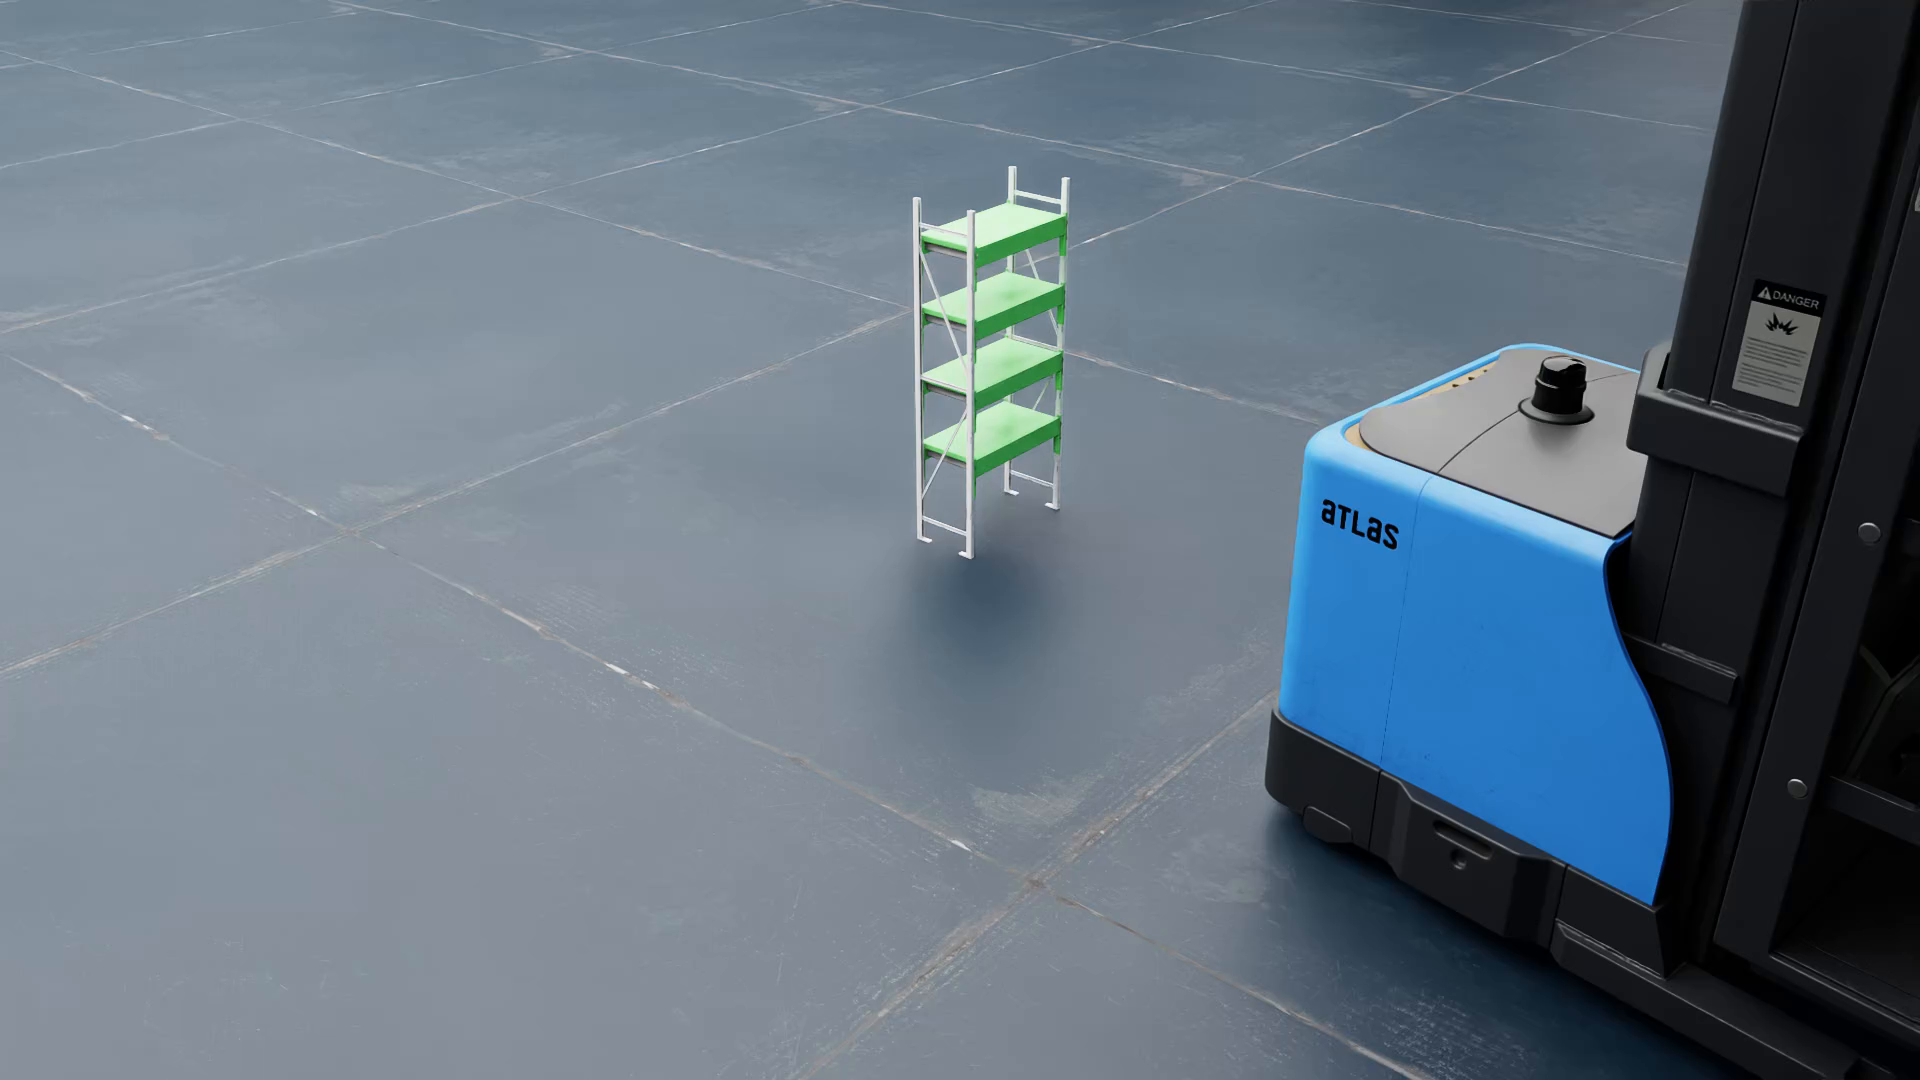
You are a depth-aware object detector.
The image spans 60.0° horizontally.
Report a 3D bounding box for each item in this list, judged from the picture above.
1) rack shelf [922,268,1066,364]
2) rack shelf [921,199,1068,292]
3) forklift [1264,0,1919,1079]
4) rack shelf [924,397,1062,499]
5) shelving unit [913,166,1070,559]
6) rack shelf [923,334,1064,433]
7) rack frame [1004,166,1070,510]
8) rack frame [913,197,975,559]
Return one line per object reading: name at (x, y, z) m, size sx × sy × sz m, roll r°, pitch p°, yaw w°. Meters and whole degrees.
rack shelf at (0.105, -0.748, 5.507) m, size 0.258 × 0.148 × 0.480 m, roll 21°, pitch 34°, yaw 34°
rack shelf at (0.105, -0.961, 5.397) m, size 0.258 × 0.148 × 0.480 m, roll 21°, pitch 34°, yaw 34°
forklift at (2.163, -0.246, 3.036) m, size 1.130 × 2.935 × 3.031 m, roll -23°, pitch 35°, yaw -37°
rack shelf at (0.105, -0.322, 5.727) m, size 0.258 × 0.148 × 0.480 m, roll 21°, pitch 34°, yaw 34°
shelving unit at (0.105, -0.592, 5.588) m, size 0.258 × 1.200 × 0.503 m, roll 21°, pitch 34°, yaw 34°
rack shelf at (0.105, -0.535, 5.617) m, size 0.258 × 0.148 × 0.480 m, roll 21°, pitch 34°, yaw 34°
rack frame at (0.260, -0.678, 5.755) m, size 0.240 × 1.200 × 0.015 m, roll 21°, pitch 34°, yaw 34°
rack frame at (-0.050, -0.505, 5.421) m, size 0.240 × 1.200 × 0.015 m, roll 21°, pitch 34°, yaw 34°
